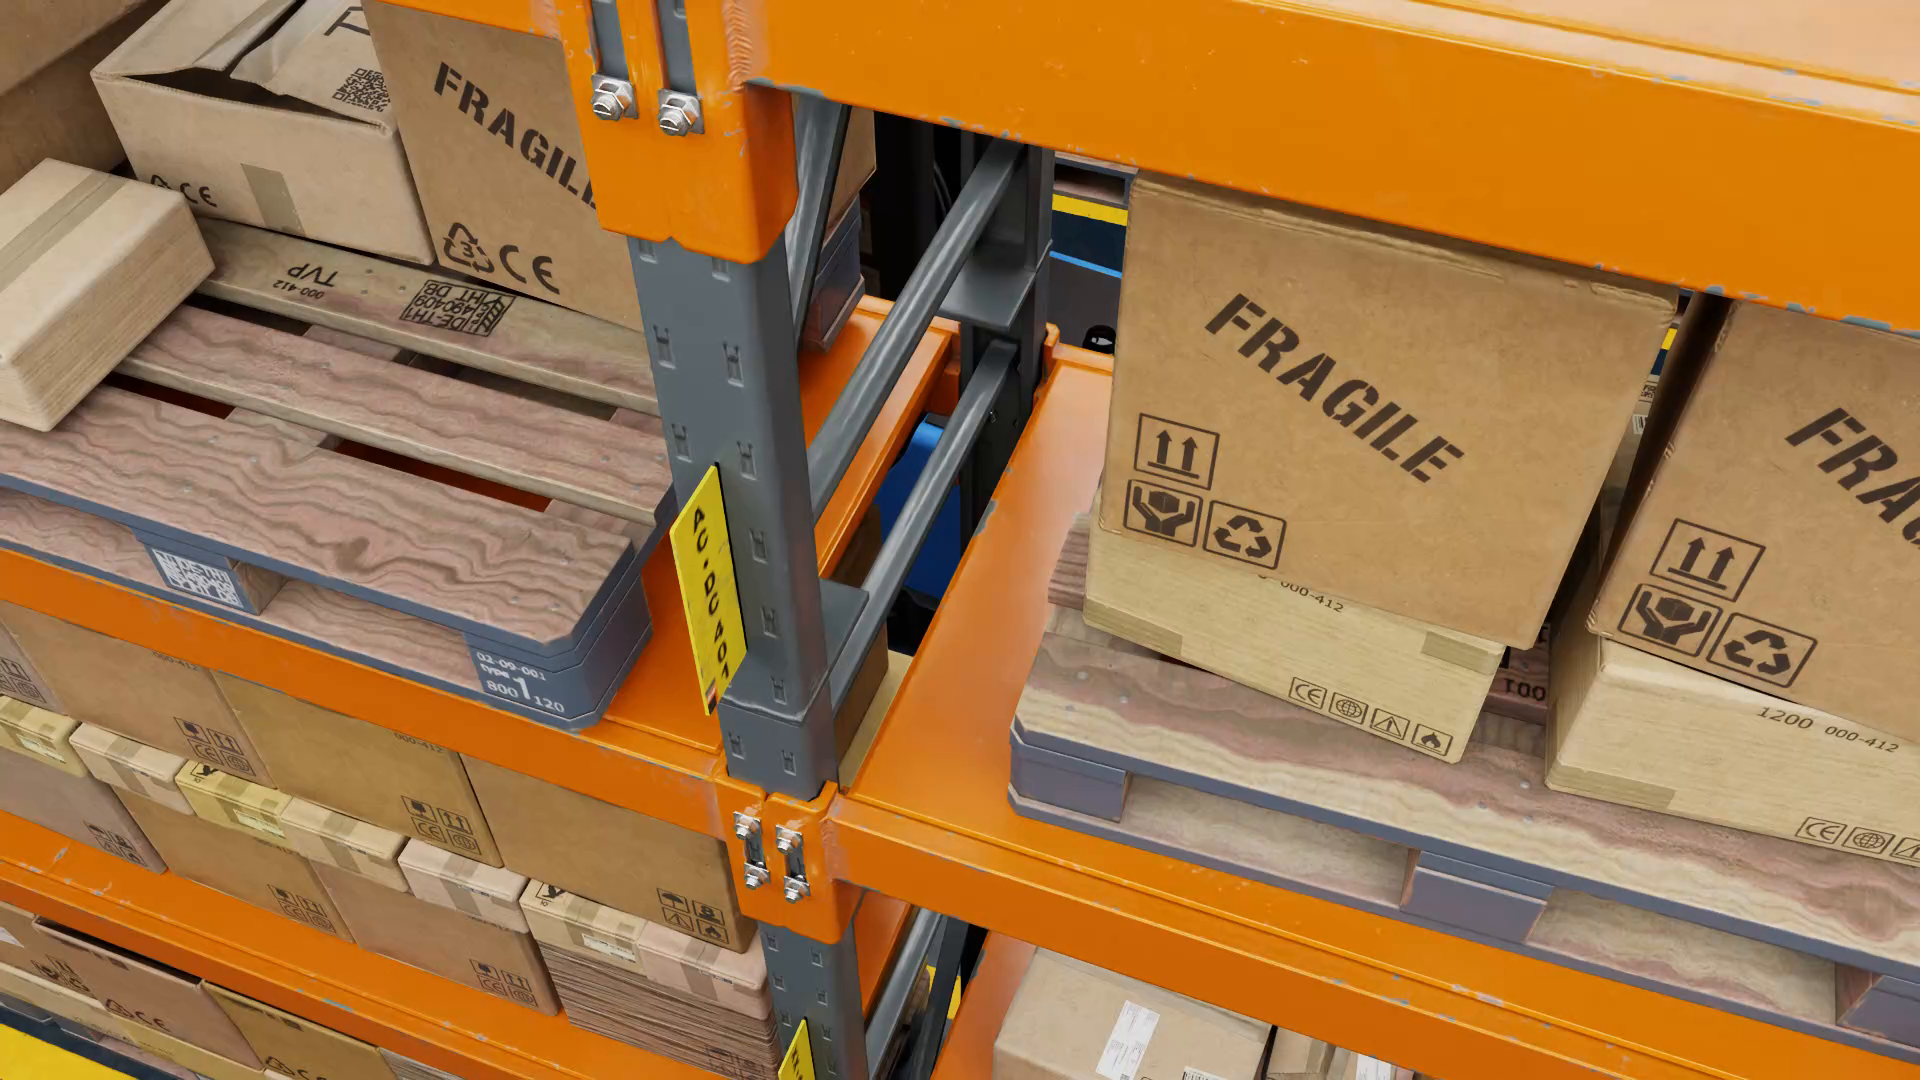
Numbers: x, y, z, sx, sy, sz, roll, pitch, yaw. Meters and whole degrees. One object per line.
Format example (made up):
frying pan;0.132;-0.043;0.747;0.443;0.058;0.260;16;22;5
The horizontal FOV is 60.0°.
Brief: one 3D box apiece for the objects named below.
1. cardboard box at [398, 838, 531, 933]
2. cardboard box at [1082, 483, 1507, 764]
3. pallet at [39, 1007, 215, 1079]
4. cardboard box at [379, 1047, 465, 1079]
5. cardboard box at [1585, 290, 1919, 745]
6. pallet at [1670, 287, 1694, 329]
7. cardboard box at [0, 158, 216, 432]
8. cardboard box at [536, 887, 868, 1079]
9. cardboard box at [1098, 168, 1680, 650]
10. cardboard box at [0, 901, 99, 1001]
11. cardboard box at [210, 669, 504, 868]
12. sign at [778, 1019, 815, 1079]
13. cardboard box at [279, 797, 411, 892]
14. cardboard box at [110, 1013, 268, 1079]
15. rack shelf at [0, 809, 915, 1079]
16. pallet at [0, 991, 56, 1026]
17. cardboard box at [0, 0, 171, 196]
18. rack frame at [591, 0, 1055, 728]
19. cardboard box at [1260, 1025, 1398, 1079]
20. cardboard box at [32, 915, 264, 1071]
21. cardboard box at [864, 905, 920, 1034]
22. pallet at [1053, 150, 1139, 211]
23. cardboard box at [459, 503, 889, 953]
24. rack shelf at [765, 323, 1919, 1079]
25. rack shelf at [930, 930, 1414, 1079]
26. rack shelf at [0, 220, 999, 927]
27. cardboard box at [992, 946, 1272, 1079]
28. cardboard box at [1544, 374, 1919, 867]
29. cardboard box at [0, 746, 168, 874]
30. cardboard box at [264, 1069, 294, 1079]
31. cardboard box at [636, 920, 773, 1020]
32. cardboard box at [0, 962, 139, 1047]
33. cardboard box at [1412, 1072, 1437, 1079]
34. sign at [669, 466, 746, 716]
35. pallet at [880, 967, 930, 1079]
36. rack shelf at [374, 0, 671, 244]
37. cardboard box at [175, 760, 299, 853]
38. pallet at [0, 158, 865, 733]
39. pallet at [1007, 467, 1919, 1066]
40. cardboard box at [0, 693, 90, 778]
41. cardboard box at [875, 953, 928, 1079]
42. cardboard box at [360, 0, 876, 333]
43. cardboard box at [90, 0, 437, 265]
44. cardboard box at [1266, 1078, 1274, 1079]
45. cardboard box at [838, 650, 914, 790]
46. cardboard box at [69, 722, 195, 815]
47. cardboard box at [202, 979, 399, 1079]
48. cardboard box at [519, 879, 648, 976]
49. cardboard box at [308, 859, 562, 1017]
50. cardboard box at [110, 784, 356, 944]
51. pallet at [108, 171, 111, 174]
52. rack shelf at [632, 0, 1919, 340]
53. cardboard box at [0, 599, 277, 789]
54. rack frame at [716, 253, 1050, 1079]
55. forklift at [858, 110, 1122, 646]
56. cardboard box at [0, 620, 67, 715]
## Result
cardboard box;-0.890;0.549;3.294;0.250;0.149;0.380;14;51;12
cardboard box;0.491;-0.056;2.150;0.500;0.250;0.500;20;52;17
pallet;-1.963;1.204;5.067;1.213;0.211;1.003;16;51;13
cardboard box;-1.059;1.258;4.220;0.500;0.500;0.500;16;51;13
cardboard box;1.024;-0.148;1.733;0.500;0.500;0.500;20;52;17
pallet;3.509;-1.231;7.178;1.213;0.211;1.003;16;51;13
cardboard box;-1.309;-0.359;2.387;0.250;0.149;0.380;16;51;13
cardboard box;-0.502;0.702;3.590;0.500;0.500;0.700;14;51;12
cardboard box;0.482;-0.280;1.848;0.500;0.500;0.500;16;51;14
cardboard box;-2.466;0.866;4.560;0.500;0.500;0.500;16;51;13
cardboard box;-0.976;0.146;3.214;0.500;0.500;0.700;15;51;13
sign;-0.274;0.931;2.833;0.005;0.325;0.100;16;51;13
cardboard box;-1.137;0.481;3.353;0.250;0.149;0.380;15;51;13
cardboard box;-2.003;1.254;4.720;0.500;0.250;0.500;16;51;13
rack shelf;-1.959;0.559;4.257;4.000;0.370;1.077;16;51;13
pallet;-3.104;0.883;5.345;1.213;0.211;1.003;16;51;13
cardboard box;-1.584;-0.874;2.598;0.637;0.503;0.797;21;52;17
rack frame;-0.083;-1.118;1.264;0.127;3.000;1.000;16;51;13
cardboard box;0.805;0.991;3.495;0.258;0.266;0.396;14;51;12
cardboard box;-2.003;1.009;4.436;0.500;0.500;0.500;16;51;13
cardboard box;-0.410;1.021;4.426;0.500;0.500;0.500;16;51;13
pallet;0.988;-1.903;7.760;1.213;0.211;1.003;16;51;13
cardboard box;-0.502;0.277;3.100;0.500;0.500;0.700;16;51;13
rack shelf;1.793;0.624;2.216;4.000;0.370;1.077;16;51;13
rack shelf;1.793;1.606;3.349;4.000;0.370;1.077;16;51;13
rack shelf;-1.959;-0.424;3.123;4.000;0.370;1.077;16;51;13
cardboard box;0.394;0.994;3.503;0.500;0.250;0.500;19;52;15
cardboard box;1.008;0.086;2.027;0.500;0.250;0.500;11;50;10
cardboard box;-1.949;0.301;3.938;0.500;0.500;0.700;17;51;14
cardboard box;-1.534;1.385;4.607;0.500;0.250;0.500;16;51;13
cardboard box;-0.413;0.682;3.178;0.250;0.149;0.380;16;51;13
cardboard box;-2.470;1.120;4.836;0.500;0.250;0.500;16;51;13
cardboard box;1.126;1.165;3.190;0.500;0.500;0.500;19;52;16
sign;-0.274;0.063;1.831;0.005;0.325;0.100;16;51;13
pallet;-0.815;1.522;4.791;1.213;0.211;1.003;16;51;13
rack shelf;-1.959;-1.275;2.141;4.000;0.370;1.077;16;51;13
cardboard box;-1.366;0.414;3.410;0.250;0.149;0.380;15;51;13
pallet;-0.892;-0.312;2.609;1.213;0.211;1.003;16;51;13
pallet;0.749;0.149;2.278;1.217;0.209;0.805;14;50;12
cardboard box;-1.853;0.281;3.526;0.250;0.149;0.380;17;51;14
cardboard box;-0.413;1.273;4.703;0.500;0.250;0.500;16;51;13
cardboard box;-0.464;-0.671;2.425;0.500;0.500;0.500;19;52;16
cardboard box;-0.971;-0.750;2.619;0.500;0.311;0.500;13;50;11
cardboard box;0.677;1.306;3.299;0.250;0.149;0.380;16;51;13
cardboard box;-0.268;0.394;3.428;0.250;0.149;0.380;16;51;13
cardboard box;-1.603;0.349;3.468;0.250;0.149;0.380;17;51;14
cardboard box;-1.529;1.130;4.331;0.500;0.500;0.500;16;51;13
cardboard box;-0.644;0.616;3.236;0.250;0.149;0.380;15;51;12
cardboard box;-0.999;0.569;3.706;0.500;0.500;0.700;15;51;13
cardboard box;-1.468;0.435;3.822;0.500;0.500;0.700;16;51;14
pallet;-2.033;-0.632;2.887;1.213;0.211;1.003;16;51;13
rack shelf;1.793;-0.228;1.233;4.000;0.370;1.077;16;51;13
cardboard box;-1.446;0.014;3.328;0.500;0.500;0.700;16;51;13
rack frame;-0.083;0.847;3.531;0.127;3.000;1.000;16;51;13
forklift;-0.559;-1.169;5.324;3.031;2.935;1.130;20;52;17
cardboard box;-1.914;-0.117;3.442;0.500;0.500;0.700;16;51;13
